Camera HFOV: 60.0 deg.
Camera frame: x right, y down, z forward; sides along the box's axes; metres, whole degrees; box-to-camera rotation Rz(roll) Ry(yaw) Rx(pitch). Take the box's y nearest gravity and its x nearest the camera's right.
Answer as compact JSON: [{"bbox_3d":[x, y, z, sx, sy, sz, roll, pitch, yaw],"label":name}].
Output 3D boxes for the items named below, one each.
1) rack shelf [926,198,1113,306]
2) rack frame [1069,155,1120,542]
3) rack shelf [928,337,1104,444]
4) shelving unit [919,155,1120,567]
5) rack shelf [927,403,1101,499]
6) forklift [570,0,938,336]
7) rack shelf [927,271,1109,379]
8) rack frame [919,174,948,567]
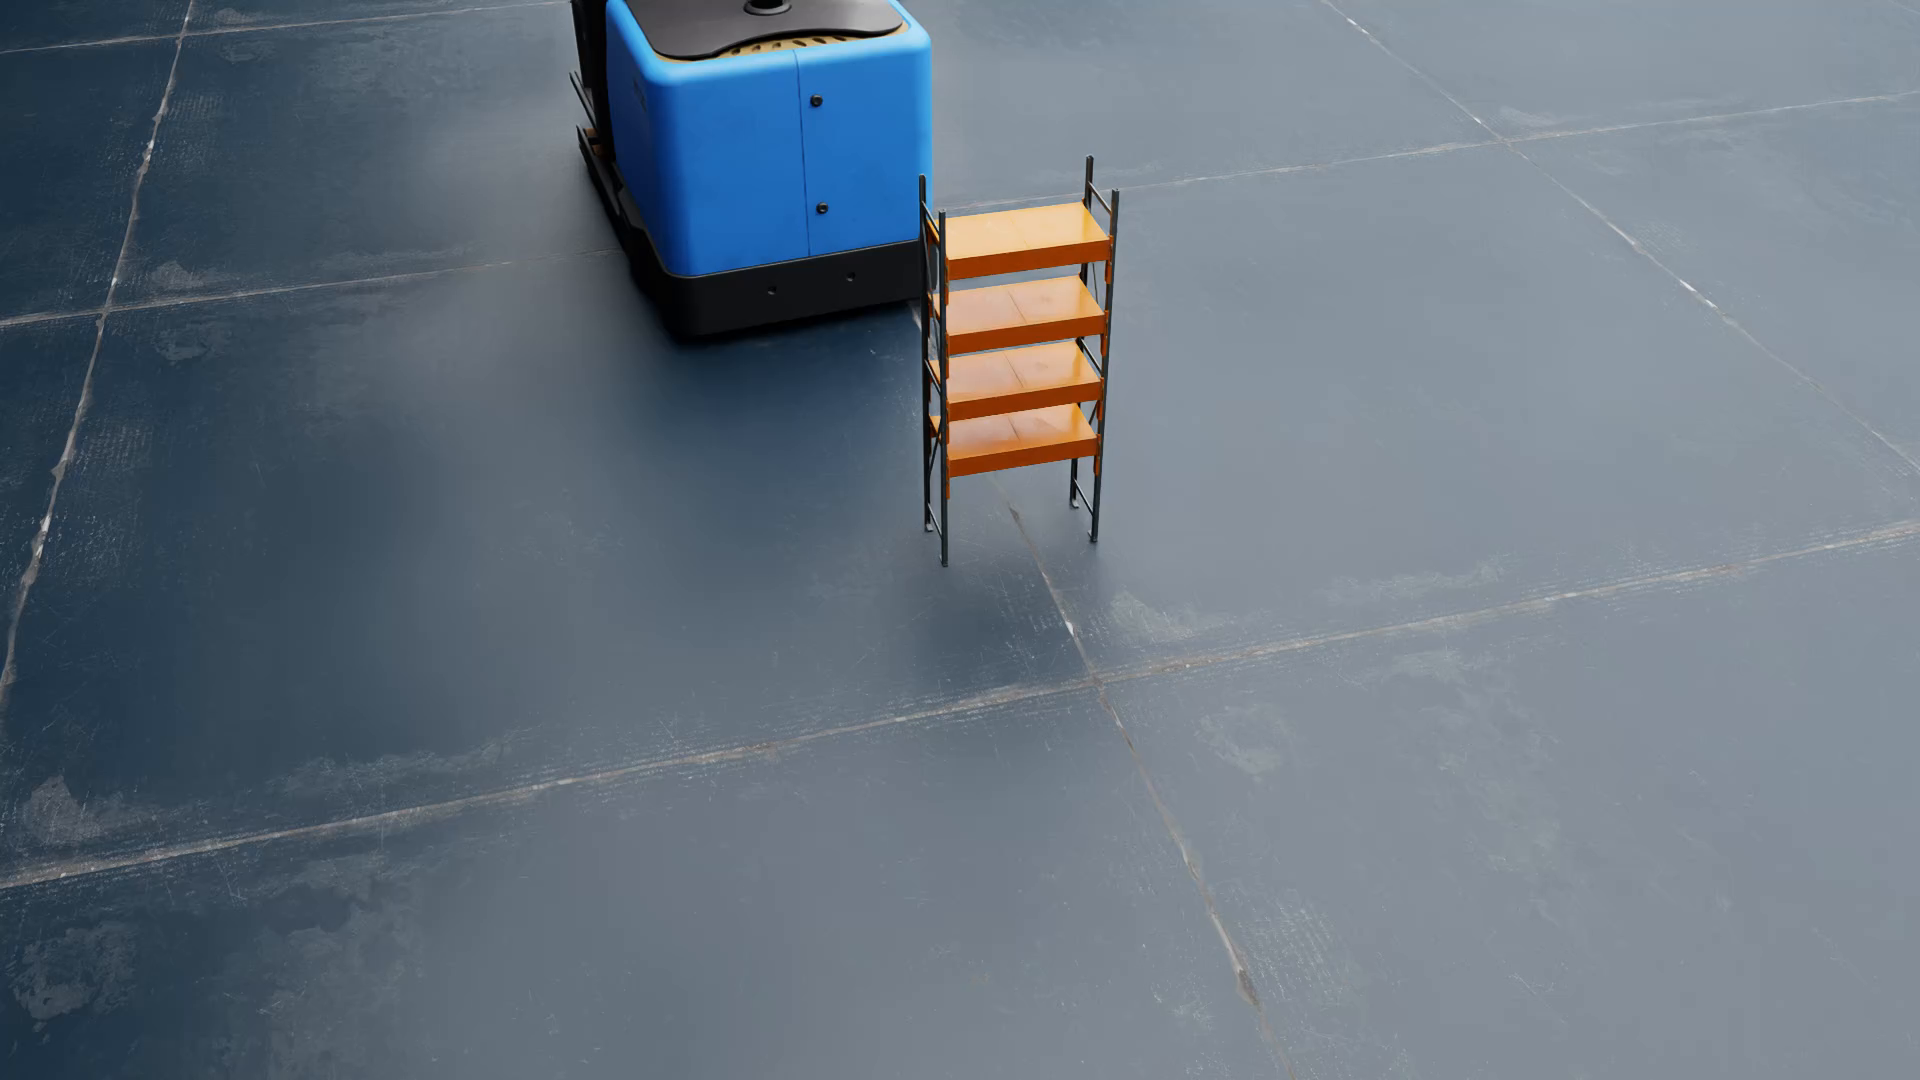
[{"bbox_3d":[0.160,-0.815,4.681,0.480,0.148,0.258,-9,38,-12],"label":"rack shelf"},{"bbox_3d":[0.395,-0.541,4.970,0.015,1.200,0.240,-9,38,-12],"label":"rack frame"},{"bbox_3d":[0.160,-0.449,4.961,0.480,0.148,0.258,-9,38,-12],"label":"rack shelf"},{"bbox_3d":[0.160,-0.503,4.920,0.503,1.200,0.258,-9,38,-12],"label":"shelving unit"},{"bbox_3d":[0.160,-0.292,5.081,0.480,0.148,0.258,-9,38,-12],"label":"rack shelf"},{"bbox_3d":[-1.066,-2.812,6.513,1.130,2.935,3.031,-12,39,-16],"label":"forklift"},{"bbox_3d":[0.160,-0.627,4.825,0.480,0.148,0.258,-9,38,-12],"label":"rack shelf"},{"bbox_3d":[-0.076,-0.464,4.869,0.015,1.200,0.240,-9,38,-12],"label":"rack frame"}]
